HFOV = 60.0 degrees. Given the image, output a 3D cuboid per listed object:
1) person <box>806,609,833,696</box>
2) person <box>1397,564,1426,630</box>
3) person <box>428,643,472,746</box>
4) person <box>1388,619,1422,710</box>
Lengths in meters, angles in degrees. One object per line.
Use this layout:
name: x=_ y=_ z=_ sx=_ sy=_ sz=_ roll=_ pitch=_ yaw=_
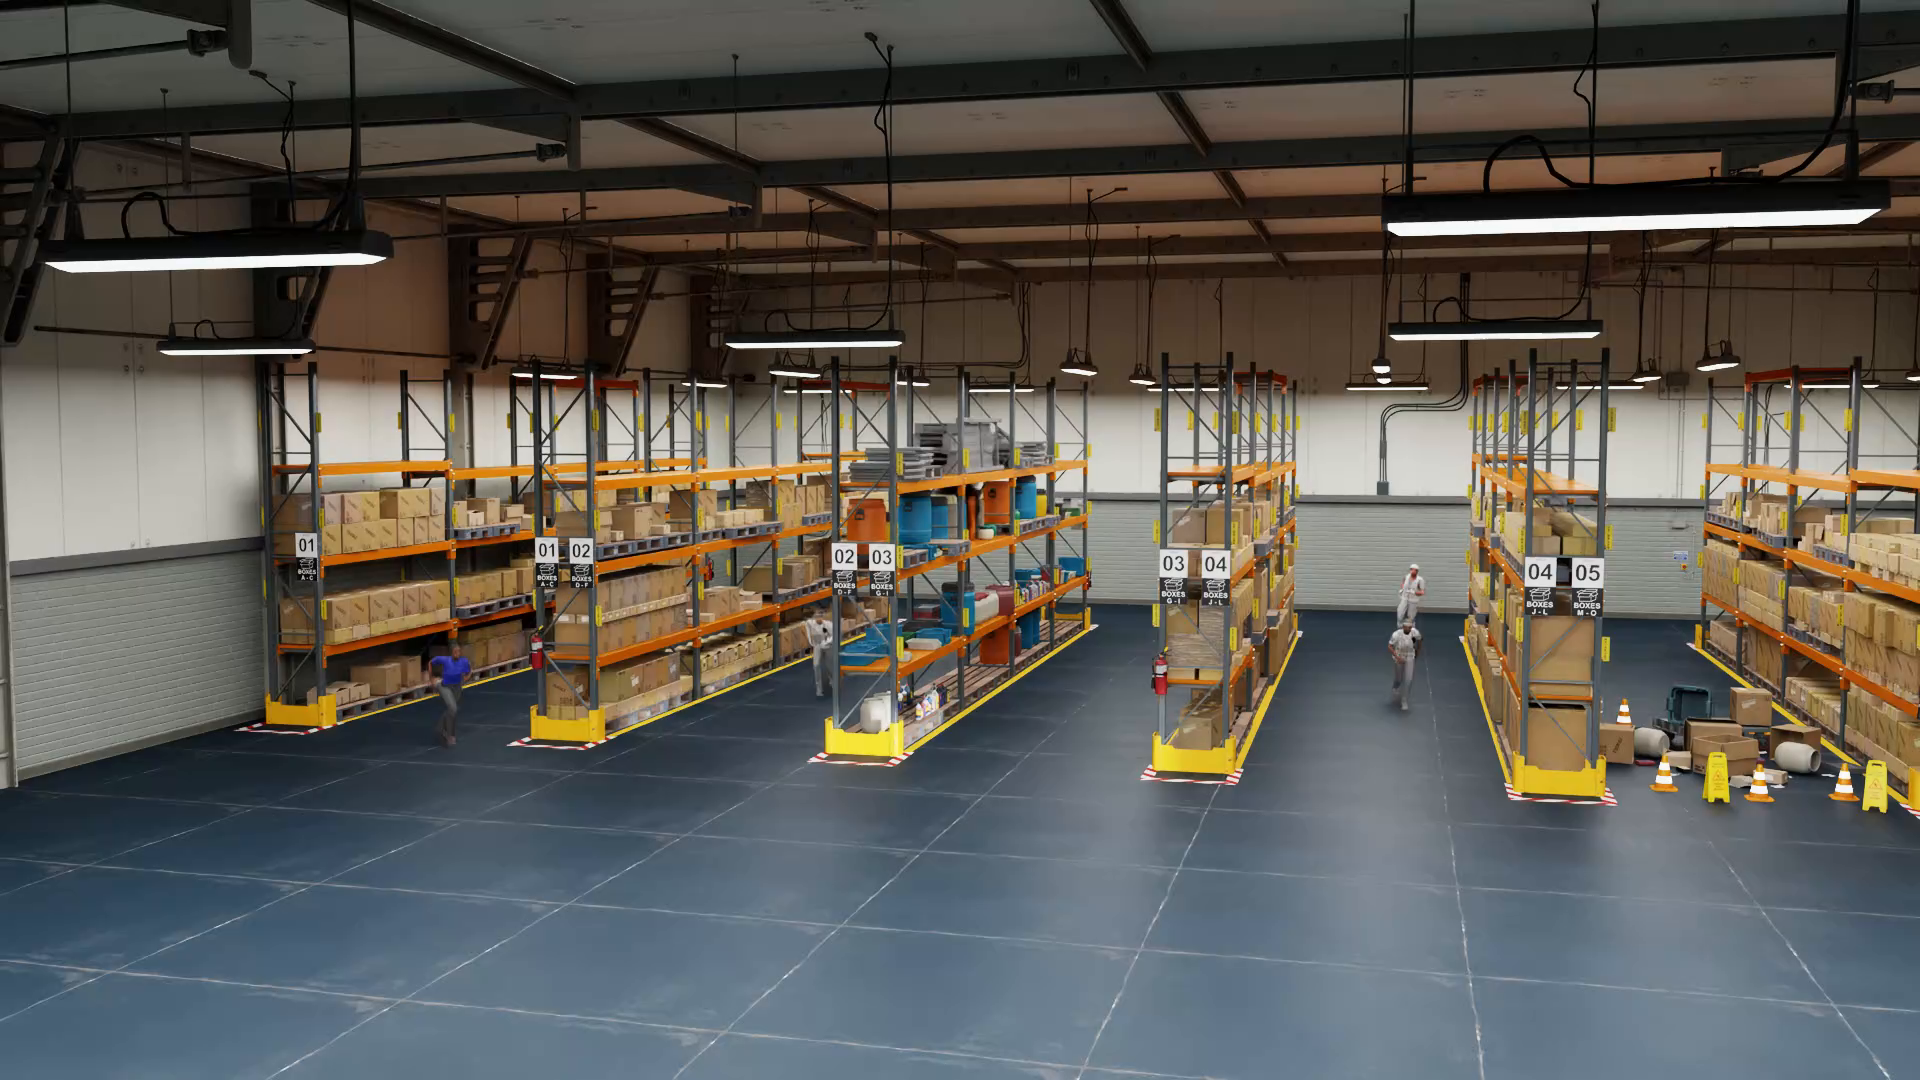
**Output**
person: x=-2.528 y=2.060 z=30.902 sx=0.662 sy=1.633 sz=0.961 roll=1 pitch=4 yaw=15
person: x=10.385 y=1.445 z=38.182 sx=0.683 sy=1.817 sz=0.718 roll=3 pitch=5 yaw=34
person: x=-7.987 y=2.409 z=26.000 sx=0.609 sy=1.646 sz=0.924 roll=-3 pitch=5 yaw=-41
person: x=7.850 y=2.155 z=29.447 sx=0.604 sy=1.632 sz=0.962 roll=0 pitch=4 yaw=-2
